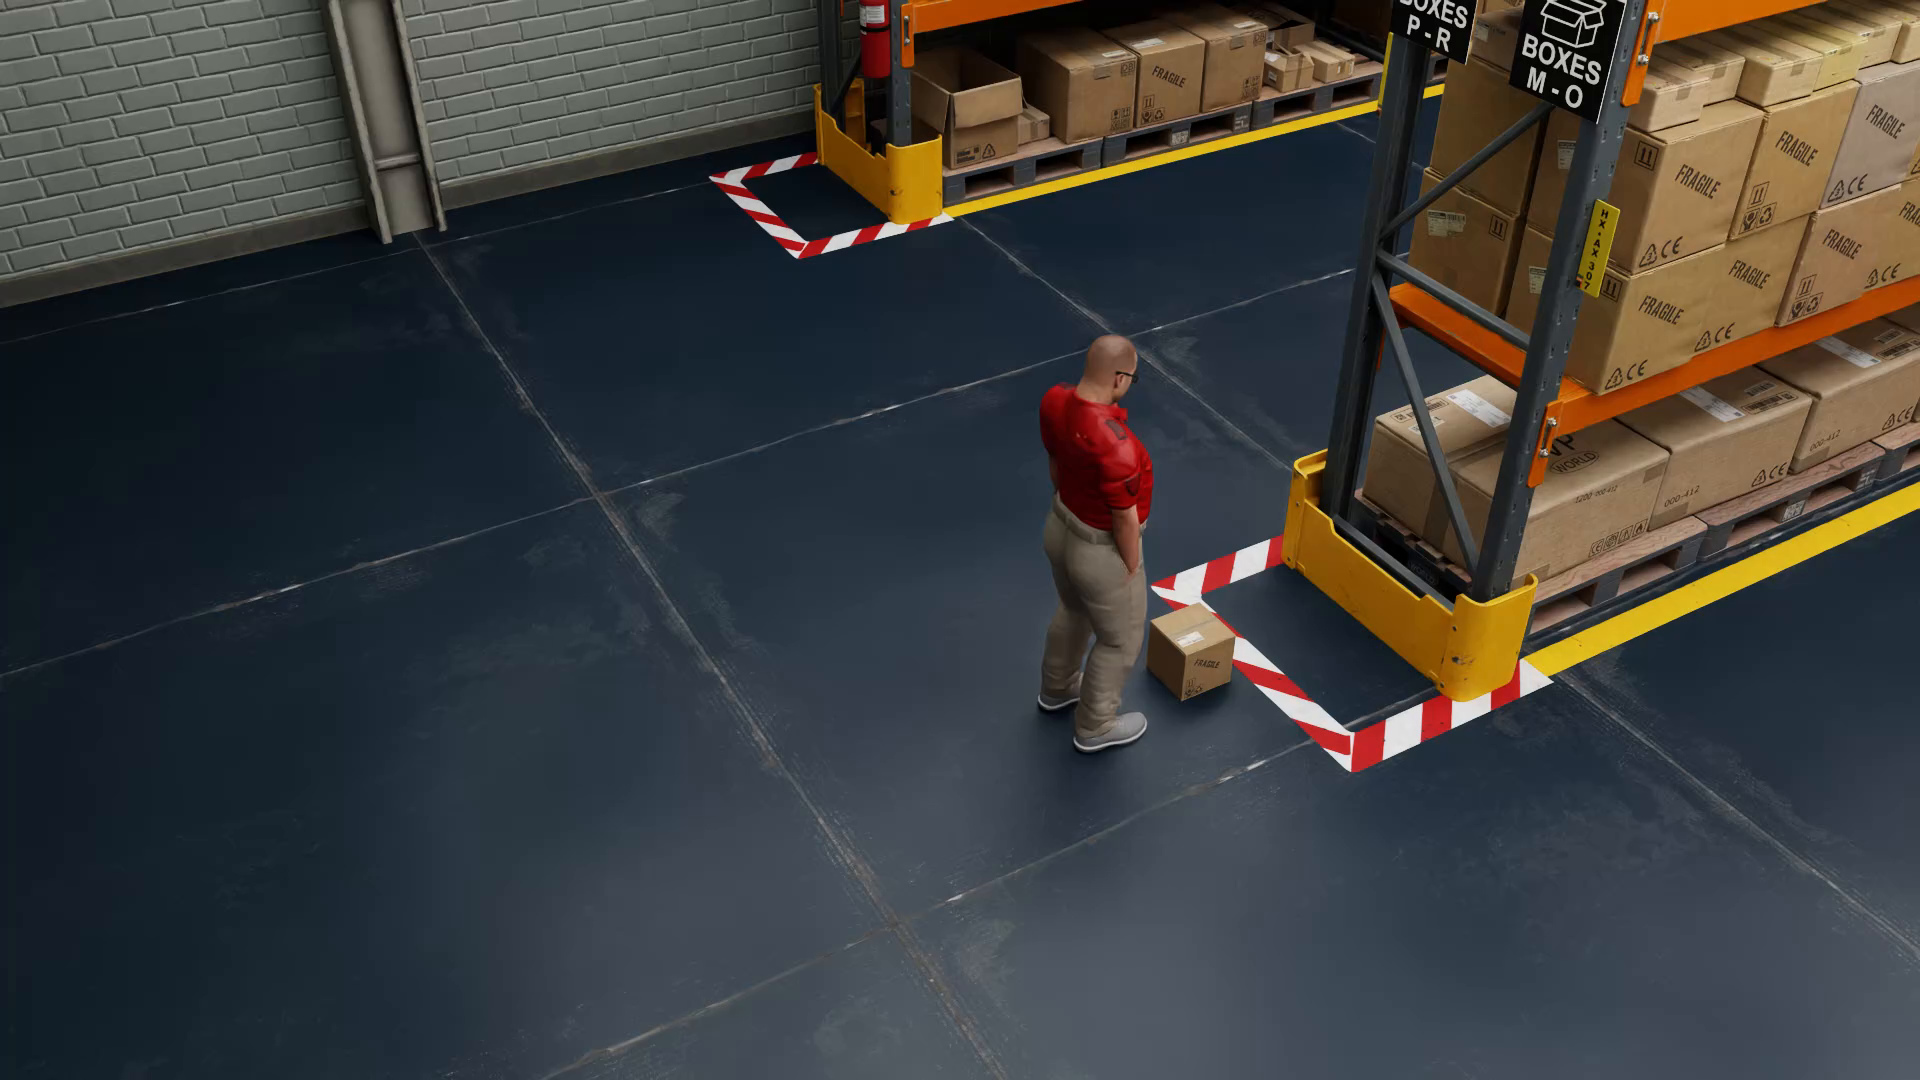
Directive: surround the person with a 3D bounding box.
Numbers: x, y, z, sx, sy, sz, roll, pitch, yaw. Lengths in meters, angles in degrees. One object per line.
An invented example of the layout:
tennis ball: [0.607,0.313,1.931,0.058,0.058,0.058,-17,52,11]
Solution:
person: [0.502,0.007,6.171,0.356,1.719,0.534,-18,40,-23]
